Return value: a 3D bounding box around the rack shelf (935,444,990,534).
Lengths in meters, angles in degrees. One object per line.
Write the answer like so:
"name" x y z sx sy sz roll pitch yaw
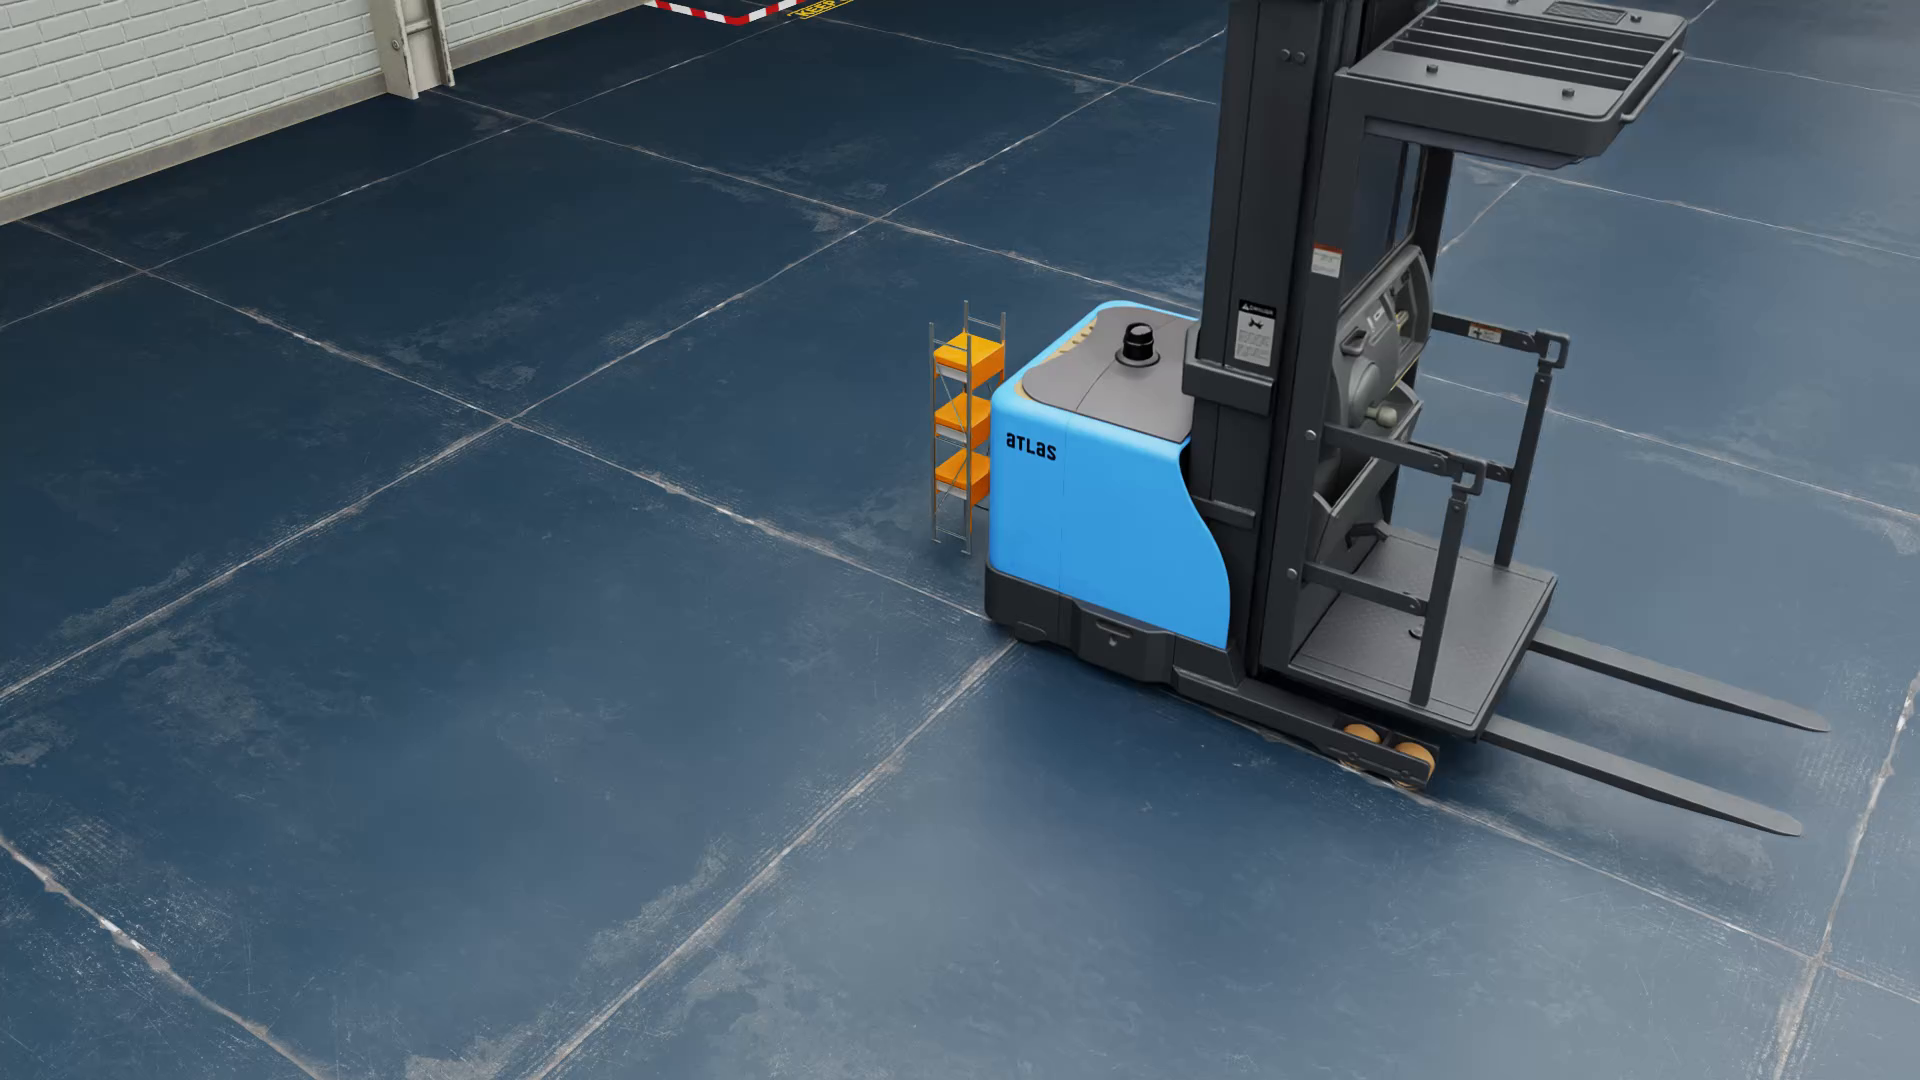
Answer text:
"rack shelf" 0.031 -0.221 7.154 0.215 0.259 0.240 21 39 28

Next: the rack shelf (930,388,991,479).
"rack shelf" 0.031 -0.451 6.998 0.215 0.259 0.240 21 39 28

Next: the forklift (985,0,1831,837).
"forklift" 1.624 -0.665 5.617 3.031 2.935 1.130 19 38 26

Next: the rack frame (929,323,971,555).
"rack frame" -0.039 -0.403 6.909 0.200 1.050 0.008 21 39 28

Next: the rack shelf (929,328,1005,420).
"rack shelf" 0.031 -0.686 6.839 0.215 0.259 0.240 21 39 28

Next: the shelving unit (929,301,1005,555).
"shelving unit" 0.031 -0.460 6.992 0.215 1.050 0.252 21 39 28

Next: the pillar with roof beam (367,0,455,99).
"pillar with roof beam" -0.399 -5.650 7.572 9.100 9.000 0.400 21 39 28

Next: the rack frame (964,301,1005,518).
"rack frame" 0.100 -0.516 7.075 0.200 1.050 0.008 21 39 28
